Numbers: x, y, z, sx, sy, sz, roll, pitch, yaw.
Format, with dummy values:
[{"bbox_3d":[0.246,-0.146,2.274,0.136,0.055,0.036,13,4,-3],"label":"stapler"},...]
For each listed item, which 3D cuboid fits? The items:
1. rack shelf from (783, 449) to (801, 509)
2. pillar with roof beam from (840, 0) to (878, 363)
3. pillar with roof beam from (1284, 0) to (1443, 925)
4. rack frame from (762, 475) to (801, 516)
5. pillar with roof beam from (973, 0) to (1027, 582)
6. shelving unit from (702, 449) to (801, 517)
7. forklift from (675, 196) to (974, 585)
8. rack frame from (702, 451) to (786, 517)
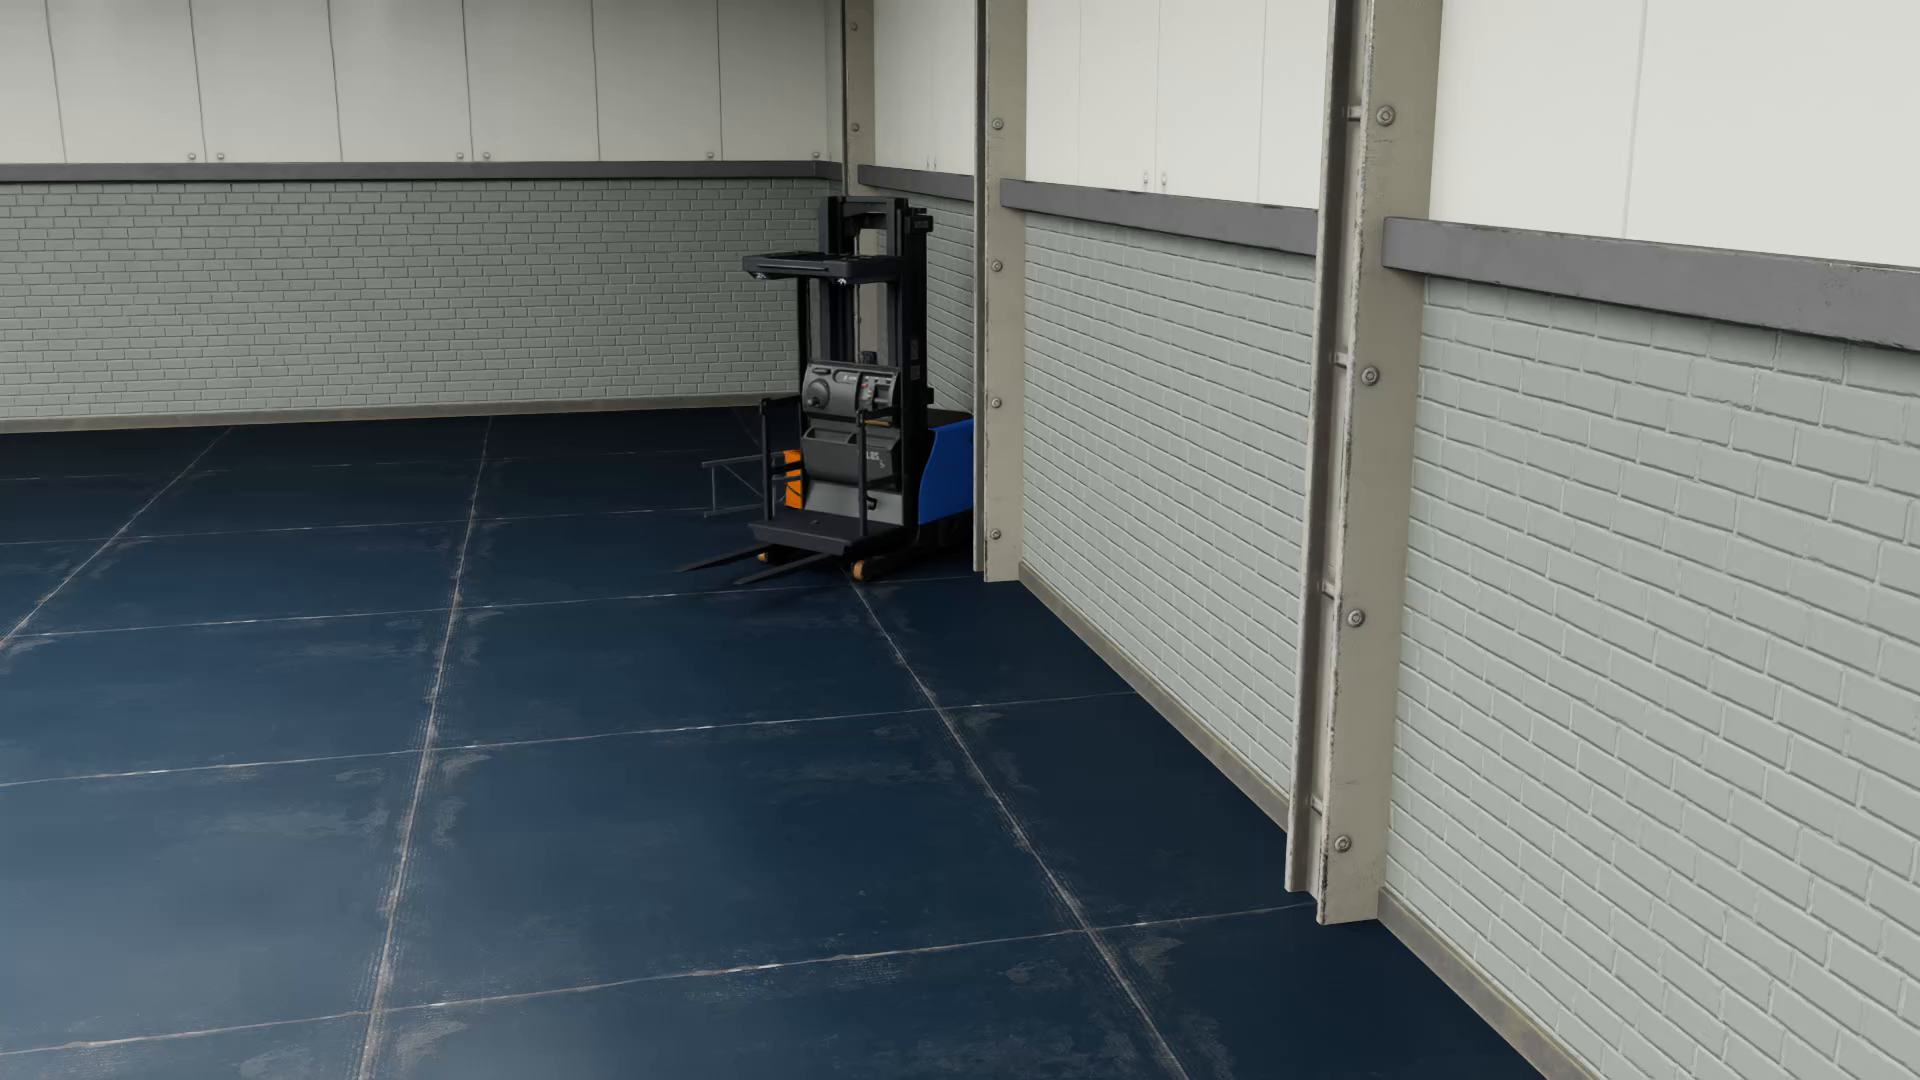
[{"bbox_3d":[-1.264,-0.494,15.157,0.185,0.538,1.000,-11,17,-37],"label":"rack shelf"},{"bbox_3d":[-5.291,-5.239,16.910,9.100,9.000,0.400,-3,14,-13],"label":"pillar with roof beam"},{"bbox_3d":[-2.472,-2.471,5.579,9.100,9.000,0.400,-3,14,-13],"label":"pillar with roof beam"},{"bbox_3d":[-1.089,-0.373,14.661,1.500,0.500,0.032,-11,17,-37],"label":"rack frame"},{"bbox_3d":[-3.881,-3.855,11.245,9.100,9.000,0.400,-3,14,-13],"label":"pillar with roof beam"},{"bbox_3d":[-1.399,-0.466,15.041,1.500,0.587,1.083,-11,17,-37],"label":"shelving unit"},{"bbox_3d":[-1.010,-1.226,13.269,1.130,2.935,3.031,9,17,34],"label":"forklift"},{"bbox_3d":[-1.721,-0.562,15.435,1.500,0.500,0.032,-11,17,-37],"label":"rack frame"}]
